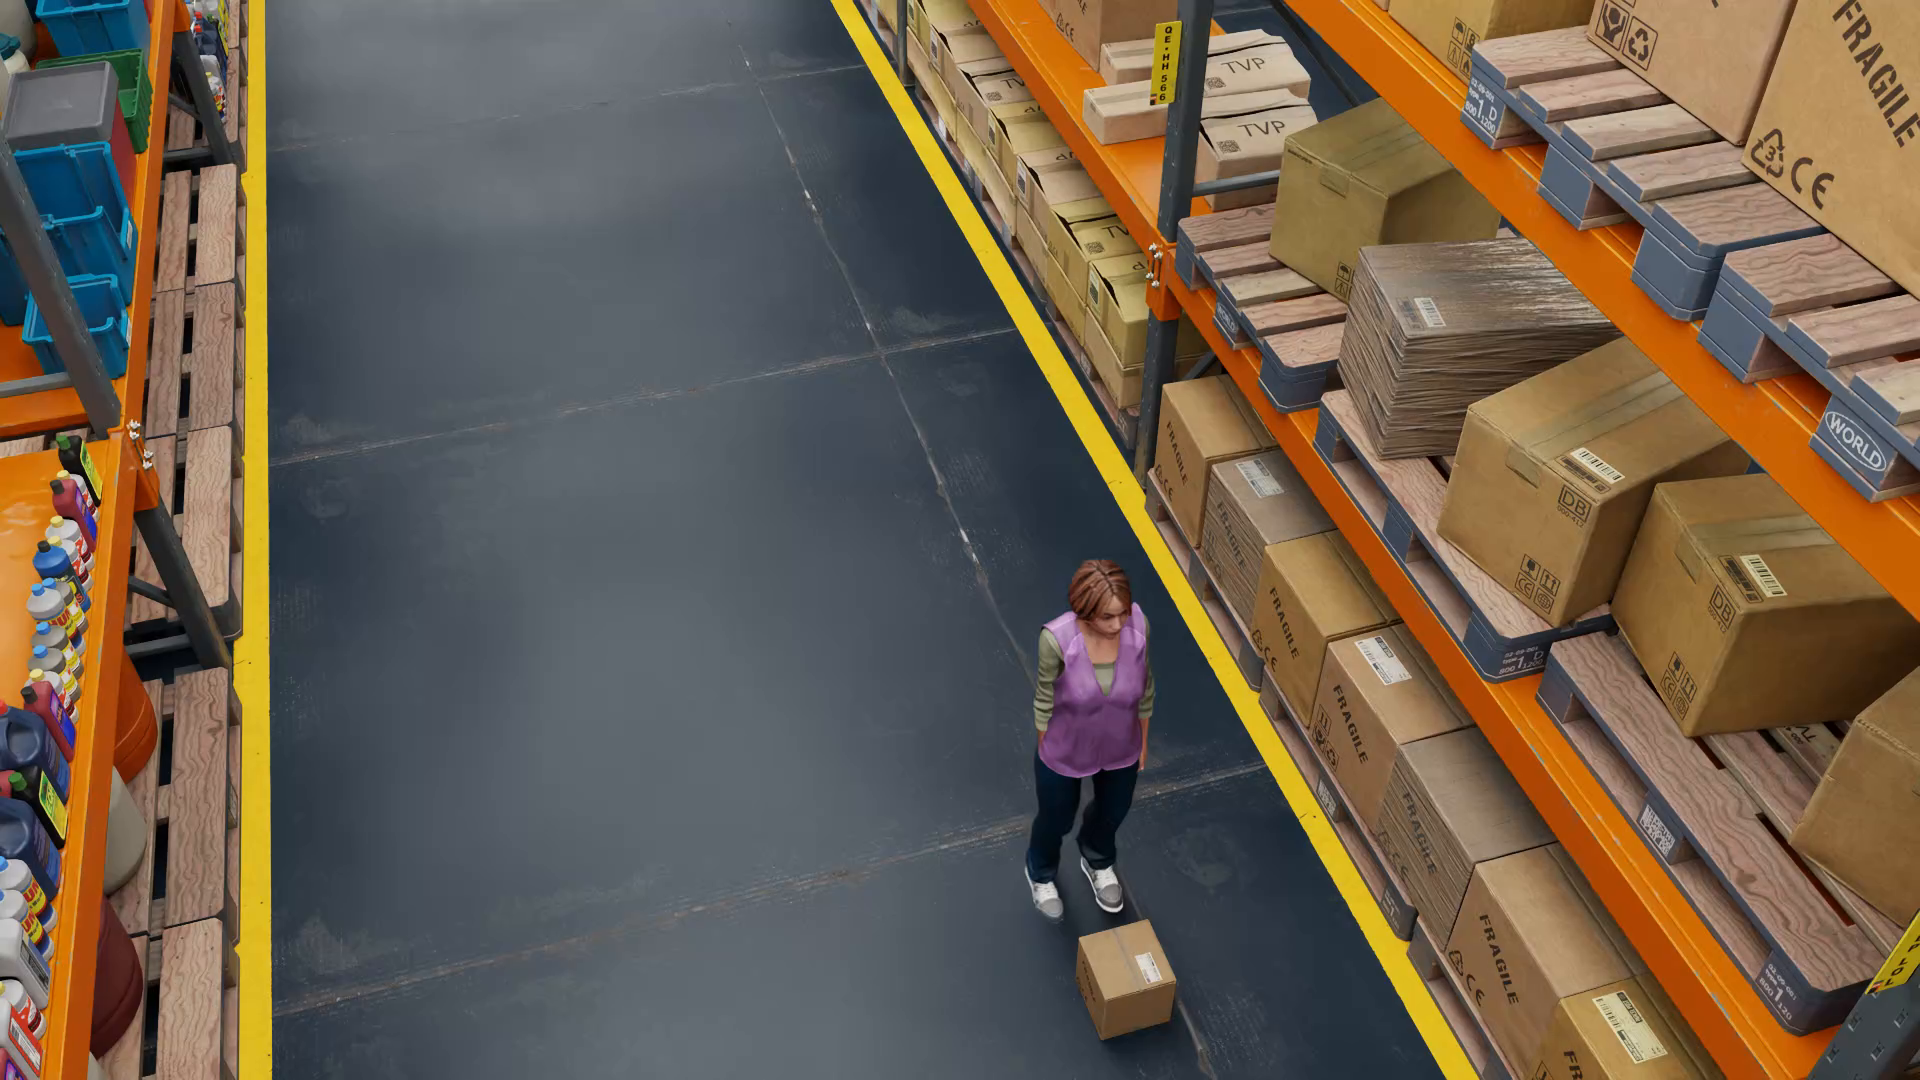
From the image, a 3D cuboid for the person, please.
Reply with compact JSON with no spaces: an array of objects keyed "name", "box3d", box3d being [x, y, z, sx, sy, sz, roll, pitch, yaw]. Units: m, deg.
[{"name":"person","box3d":[0.432,0.679,5.459,0.406,1.606,0.313,-11,44,-12]}]
